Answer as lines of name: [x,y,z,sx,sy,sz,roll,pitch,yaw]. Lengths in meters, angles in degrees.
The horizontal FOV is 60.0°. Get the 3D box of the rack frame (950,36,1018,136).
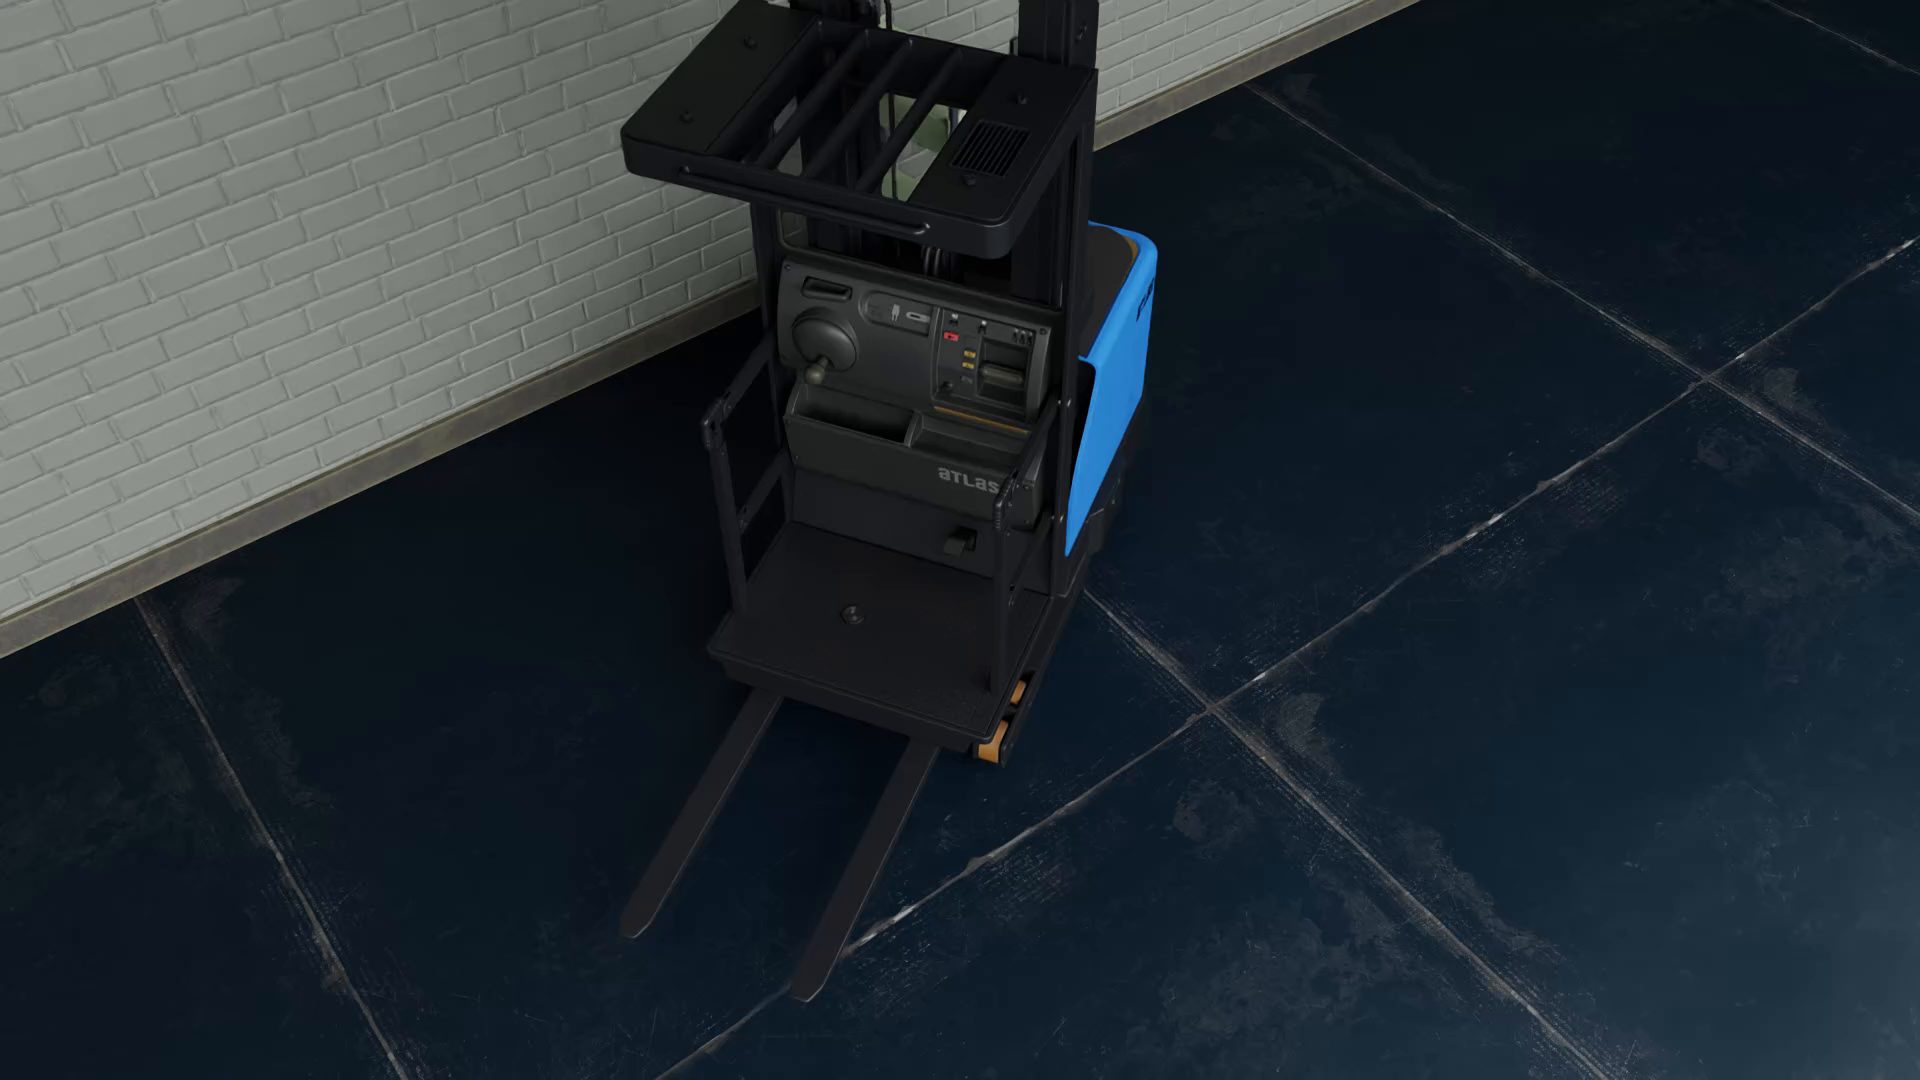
rack frame: [0.096,-1.354,6.964,0.023,1.500,0.400,32,55,25]

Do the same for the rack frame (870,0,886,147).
rack frame: [-0.467,-1.702,7.279,0.023,1.500,0.400,32,55,25]

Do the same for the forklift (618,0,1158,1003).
forklift: [-0.234,-0.537,5.257,1.130,2.935,3.031,16,50,14]

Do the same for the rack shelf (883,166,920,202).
rack shelf: [-0.185,-1.309,7.363,0.720,0.370,0.431,32,55,25]

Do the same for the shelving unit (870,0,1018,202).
shelving unit: [-0.185,-1.528,7.122,0.755,1.500,0.431,32,55,25]

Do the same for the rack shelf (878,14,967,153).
rack shelf: [-0.185,-1.790,6.833,0.720,0.370,0.431,32,55,25]
